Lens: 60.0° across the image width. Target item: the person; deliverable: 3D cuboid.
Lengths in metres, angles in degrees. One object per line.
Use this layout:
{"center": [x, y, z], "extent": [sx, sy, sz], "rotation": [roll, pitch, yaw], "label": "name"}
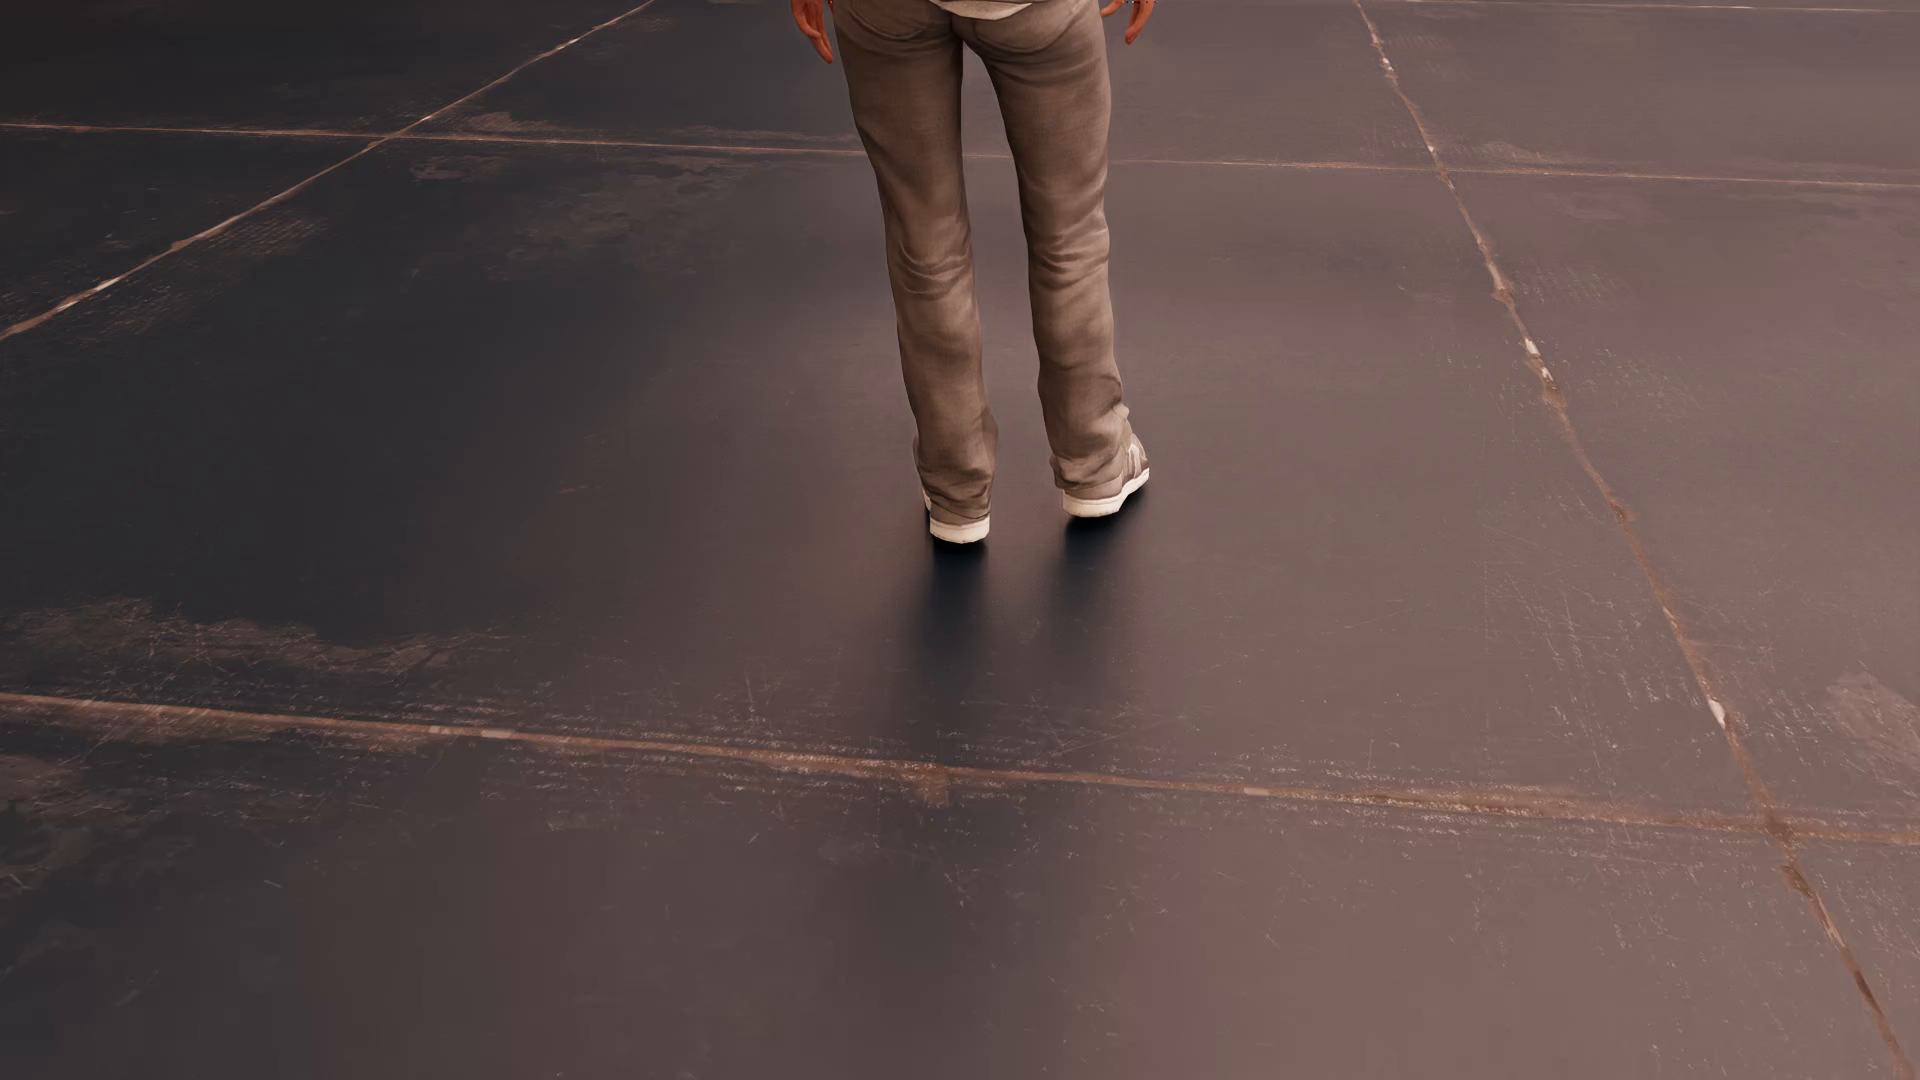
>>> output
{"center": [0.024, -0.752, 2.205], "extent": [0.520, 1.595, 0.473], "rotation": [3, 27, 7], "label": "person"}
